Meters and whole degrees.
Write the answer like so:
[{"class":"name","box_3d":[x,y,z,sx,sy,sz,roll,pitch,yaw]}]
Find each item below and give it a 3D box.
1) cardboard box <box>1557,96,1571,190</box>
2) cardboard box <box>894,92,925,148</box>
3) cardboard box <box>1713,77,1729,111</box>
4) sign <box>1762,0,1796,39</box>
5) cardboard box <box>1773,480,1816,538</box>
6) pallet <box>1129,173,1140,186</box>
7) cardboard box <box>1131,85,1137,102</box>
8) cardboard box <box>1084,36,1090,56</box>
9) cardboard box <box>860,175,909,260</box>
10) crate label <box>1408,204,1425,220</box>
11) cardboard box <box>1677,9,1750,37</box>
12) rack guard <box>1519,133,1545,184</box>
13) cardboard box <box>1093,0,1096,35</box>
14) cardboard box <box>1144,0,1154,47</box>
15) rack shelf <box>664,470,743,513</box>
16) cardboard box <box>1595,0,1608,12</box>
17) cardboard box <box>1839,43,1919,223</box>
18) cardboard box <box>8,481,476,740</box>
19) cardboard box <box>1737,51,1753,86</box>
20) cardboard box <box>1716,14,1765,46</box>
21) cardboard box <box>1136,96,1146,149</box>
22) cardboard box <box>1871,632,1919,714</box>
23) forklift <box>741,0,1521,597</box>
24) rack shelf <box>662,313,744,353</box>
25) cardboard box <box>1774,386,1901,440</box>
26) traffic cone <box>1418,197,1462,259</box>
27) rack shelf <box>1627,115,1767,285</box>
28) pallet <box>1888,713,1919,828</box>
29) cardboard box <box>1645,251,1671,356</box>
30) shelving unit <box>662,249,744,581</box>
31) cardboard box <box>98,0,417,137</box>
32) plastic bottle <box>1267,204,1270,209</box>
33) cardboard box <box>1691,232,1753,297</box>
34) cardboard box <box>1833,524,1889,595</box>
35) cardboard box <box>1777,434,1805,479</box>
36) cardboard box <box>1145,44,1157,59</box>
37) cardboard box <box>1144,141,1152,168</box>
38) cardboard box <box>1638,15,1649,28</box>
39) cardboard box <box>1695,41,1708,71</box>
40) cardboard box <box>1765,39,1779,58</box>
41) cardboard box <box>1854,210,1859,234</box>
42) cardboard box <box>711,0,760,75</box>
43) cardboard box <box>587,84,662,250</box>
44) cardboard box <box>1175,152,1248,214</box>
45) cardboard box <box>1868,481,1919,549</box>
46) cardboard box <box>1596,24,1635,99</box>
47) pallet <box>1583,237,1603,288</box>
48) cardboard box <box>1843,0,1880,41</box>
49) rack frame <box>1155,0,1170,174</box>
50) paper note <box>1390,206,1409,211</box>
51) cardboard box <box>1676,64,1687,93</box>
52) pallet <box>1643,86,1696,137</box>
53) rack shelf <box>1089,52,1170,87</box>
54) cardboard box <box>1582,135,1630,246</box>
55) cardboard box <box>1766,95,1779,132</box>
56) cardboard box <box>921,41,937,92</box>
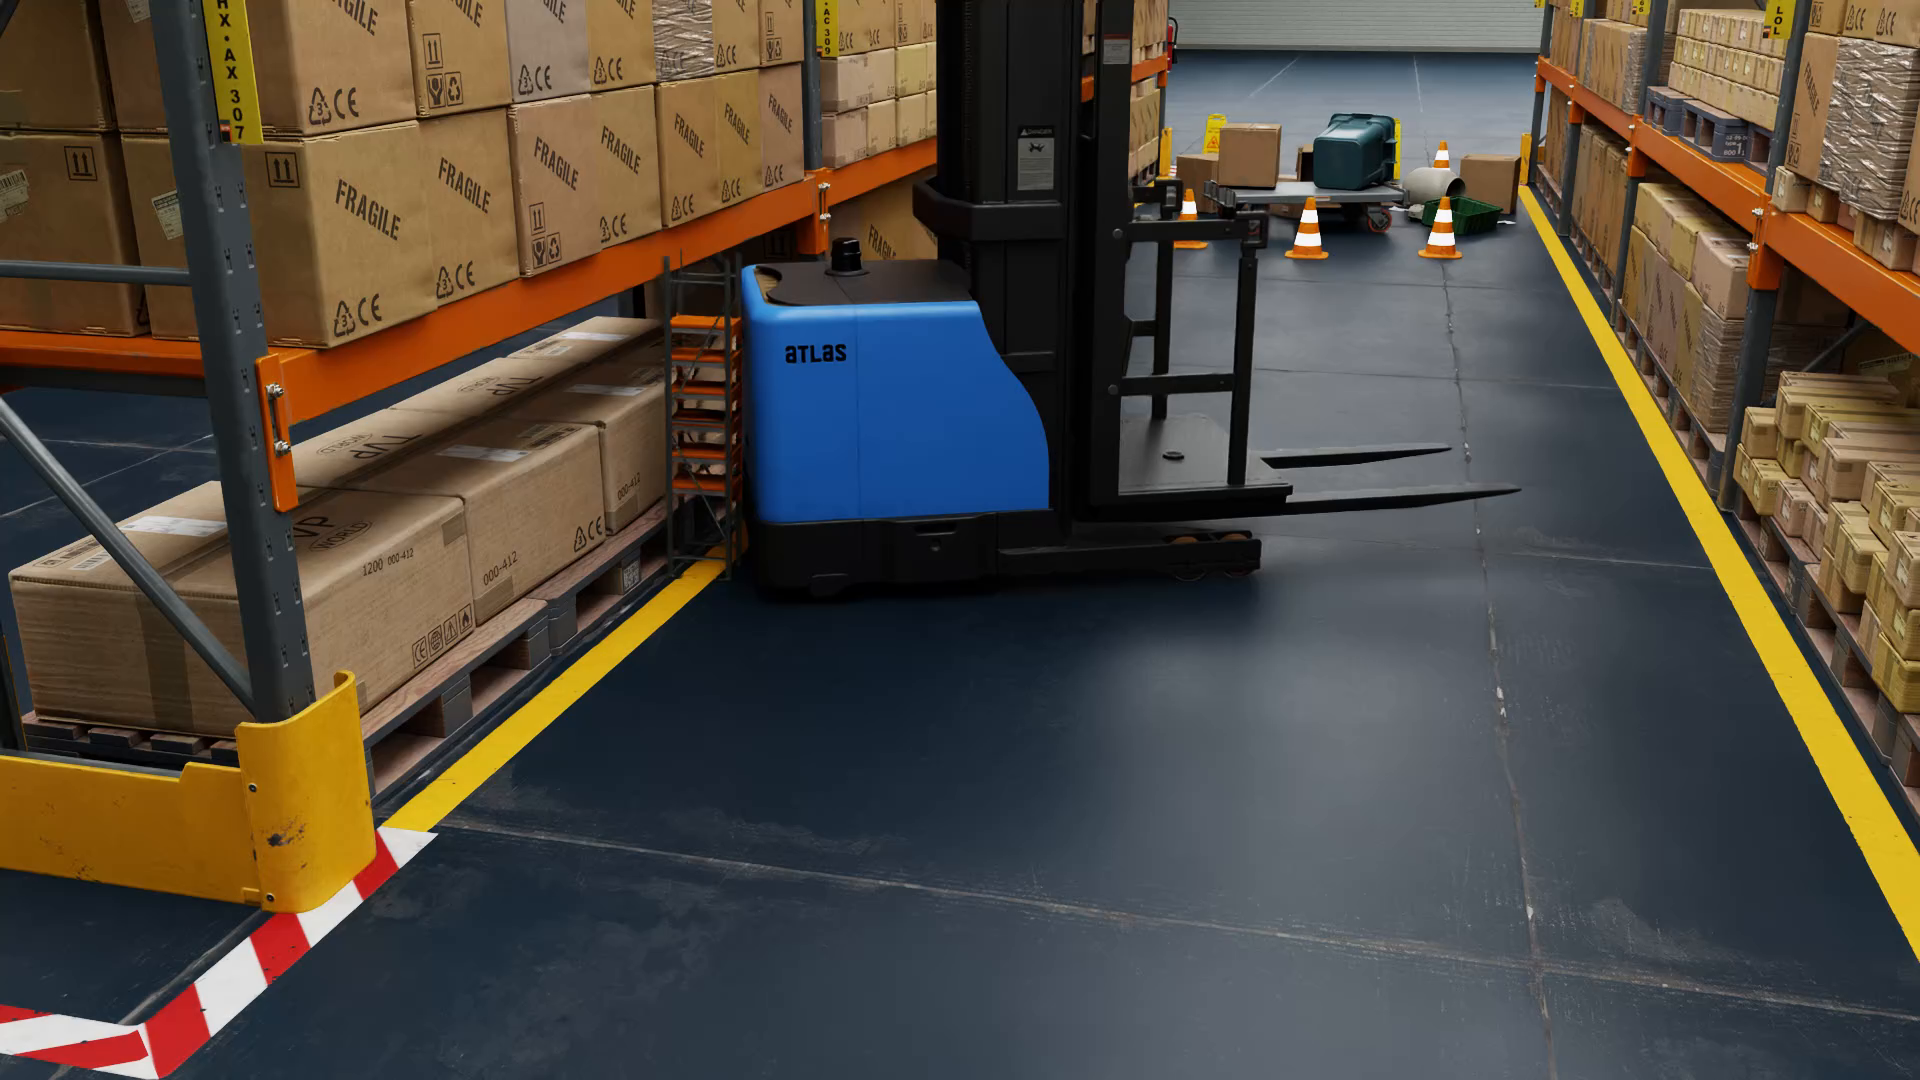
[{"class":"cardboard box","box_3d":[6.100,-3.685,15.472,0.875,0.875,0.875,5,19,14]},{"class":"cardboard box","box_3d":[-0.488,-2.237,8.827,0.500,0.250,0.500,4,19,13]},{"class":"cardboard box","box_3d":[3.993,-2.222,8.290,0.380,0.149,0.250,4,19,12]},{"class":"sign","box_3d":[3.168,-2.100,6.404,0.100,0.325,0.005,5,19,13]},{"class":"cardboard box","box_3d":[3.231,-0.105,6.115,0.380,0.149,0.250,5,19,13]},{"class":"pallet","box_3d":[1.263,-3.654,17.057,1.003,0.211,1.213,5,19,13]},{"class":"cardboard box","box_3d":[1.519,-4.379,16.309,0.380,0.149,0.250,6,20,17]},{"class":"cardboard box","box_3d":[0.869,-4.108,13.813,0.380,0.149,0.250,4,19,12]},{"class":"cardboard box","box_3d":[-0.830,-1.546,9.212,0.875,0.875,0.875,5,20,15]},{"class":"crate label","box_3d":[4.272,-2.998,15.254,0.298,0.136,0.250,-9,21,-24]},{"class":"cardboard box","box_3d":[4.383,-2.994,9.630,0.380,0.149,0.250,5,19,13]},{"class":"rack guard","box_3d":[6.645,-4.095,17.904,1.175,0.500,0.348,5,19,13]},{"class":"cardboard box","box_3d":[0.947,-4.600,14.250,0.500,0.500,0.500,4,19,12]},{"class":"cardboard box","box_3d":[1.697,-5.313,16.987,0.500,0.500,0.500,5,19,13]},{"class":"rack shelf","box_3d":[-0.956,-0.181,6.223,0.258,0.103,0.180,4,17,4]},{"class":"cardboard box","box_3d":[5.785,-4.712,13.939,0.875,0.550,0.550,5,19,13]},{"class":"cardboard box","box_3d":[3.070,-1.252,5.096,0.500,0.500,0.500,4,19,12]},{"class":"cardboard box","box_3d":[-2.030,0.184,4.823,0.875,0.438,0.875,4,19,12]},{"class":"cardboard box","box_3d":[3.867,-2.198,7.761,0.380,0.149,0.250,4,19,11]},{"class":"cardboard box","box_3d":[4.064,-2.583,8.428,0.380,0.149,0.250,5,20,15]},{"class":"cardboard box","box_3d":[1.617,-4.289,17.049,0.500,0.500,0.500,4,19,12]},{"class":"cardboard box","box_3d":[2.818,0.385,4.680,0.380,0.149,0.250,4,19,11]},{"class":"forklift","box_3d":[0.677,-1.395,6.239,3.031,2.935,1.130,-3,19,-10]},{"class":"rack shelf","box_3d":[-0.932,-0.753,6.044,0.258,0.103,0.180,4,17,4]},{"class":"cardboard box","box_3d":[3.297,-0.467,6.256,0.380,0.149,0.250,6,20,16]},{"class":"traffic cone","box_3d":[3.870,-2.515,13.336,0.336,0.463,0.334,5,19,13]},{"class":"rack shelf","box_3d":[4.196,-1.796,8.418,1.077,0.370,4.000,5,19,13]},{"class":"pallet","box_3d":[2.981,0.788,4.054,1.003,0.211,1.213,5,19,13]},{"class":"cardboard box","box_3d":[4.024,-1.258,8.949,0.500,0.500,0.500,4,19,12]},{"class":"shelving unit","box_3d":[-0.945,-0.452,6.138,0.258,1.200,0.189,4,17,4]},{"class":"cardboard box","box_3d":[-1.701,-1.263,4.044,0.500,0.500,0.500,4,19,12]},{"class":"plastic bottle","box_3d":[2.971,-3.242,16.085,0.133,0.061,0.283,8,21,23]},{"class":"cardboard box","box_3d":[3.783,-1.294,7.892,0.500,0.250,0.500,6,20,16]},{"class":"cardboard box","box_3d":[2.942,0.072,5.136,0.380,0.149,0.250,5,19,14]},{"class":"cardboard box","box_3d":[3.334,-0.325,6.300,0.380,0.149,0.250,5,19,14]},{"class":"cardboard box","box_3d":[1.859,-5.127,17.446,0.380,0.149,0.250,5,19,14]},{"class":"cardboard box","box_3d":[1.744,-4.091,17.629,0.500,0.250,0.500,5,19,14]},{"class":"cardboard box","box_3d":[5.049,-3.743,11.305,0.700,0.500,0.500,4,19,13]},{"class":"cardboard box","box_3d":[4.184,-2.600,8.938,0.380,0.149,0.250,5,19,14]},{"class":"cardboard box","box_3d":[3.746,-2.177,7.240,0.380,0.149,0.250,4,19,12]},{"class":"cardboard box","box_3d":[3.243,-1.068,5.564,0.380,0.149,0.250,4,19,11]},{"class":"cardboard box","box_3d":[-1.097,-2.061,6.380,0.500,0.500,0.500,4,19,13]},{"class":"cardboard box","box_3d":[-1.355,-1.267,5.602,0.500,0.500,0.500,5,20,15]},{"class":"cardboard box","box_3d":[2.418,-3.423,15.932,0.500,0.500,0.500,-13,23,-34]},{"class":"cardboard box","box_3d":[3.016,-0.061,5.067,0.380,0.149,0.250,5,19,14]},{"class":"cardboard box","box_3d":[4.901,-3.447,11.984,0.500,0.500,0.500,5,19,14]},{"class":"pallet","box_3d":[5.250,-2.066,12.410,1.003,0.211,1.213,5,19,13]},{"class":"cardboard box","box_3d":[3.249,-1.885,5.404,0.500,0.500,0.500,4,19,12]},{"class":"rack frame","box_3d":[1.814,-5.630,18.530,1.000,3.000,0.127,5,19,13]},{"class":"paper note","box_3d":[4.219,-3.178,15.958,0.172,0.023,0.155,12,22,32]},{"class":"cardboard box","box_3d":[4.314,-2.635,9.500,0.380,0.149,0.250,6,20,16]},{"class":"pallet","box_3d":[4.614,-2.441,9.489,1.213,0.211,1.003,5,19,13]},{"class":"rack shelf","box_3d":[1.326,-4.663,16.811,1.077,0.370,4.000,5,19,13]},{"class":"cardboard box","box_3d":[5.358,-2.647,12.629,1.050,0.750,0.750,5,19,13]},{"class":"cardboard box","box_3d":[3.675,-1.811,7.088,0.380,0.149,0.250,5,19,14]},{"class":"cardboard box","box_3d":[-0.366,-2.630,9.207,0.500,0.250,0.500,4,19,12]}]
